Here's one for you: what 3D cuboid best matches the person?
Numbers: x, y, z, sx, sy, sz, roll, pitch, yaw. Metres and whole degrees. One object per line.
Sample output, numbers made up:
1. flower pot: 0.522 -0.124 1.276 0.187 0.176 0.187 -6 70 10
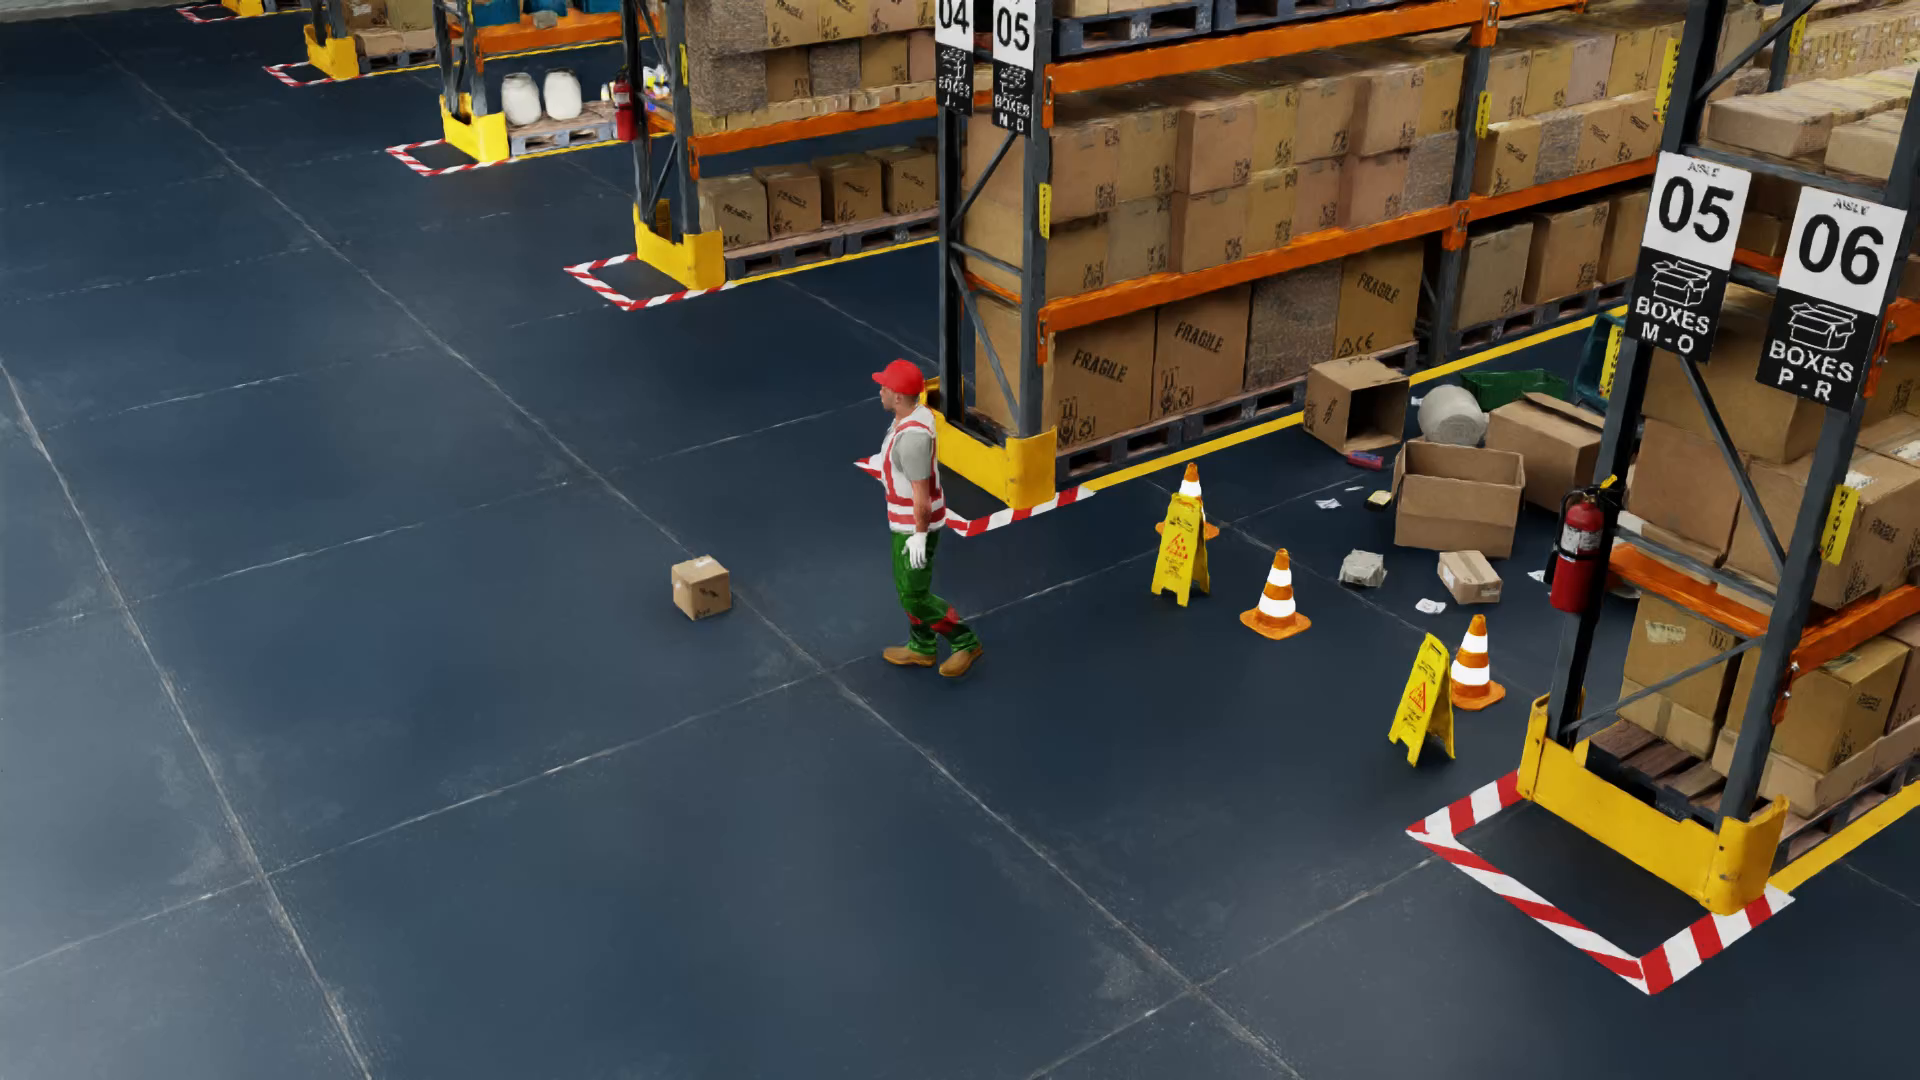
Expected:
1. person: -0.163 -0.099 8.784 0.573 1.780 0.587 -1 28 -1
